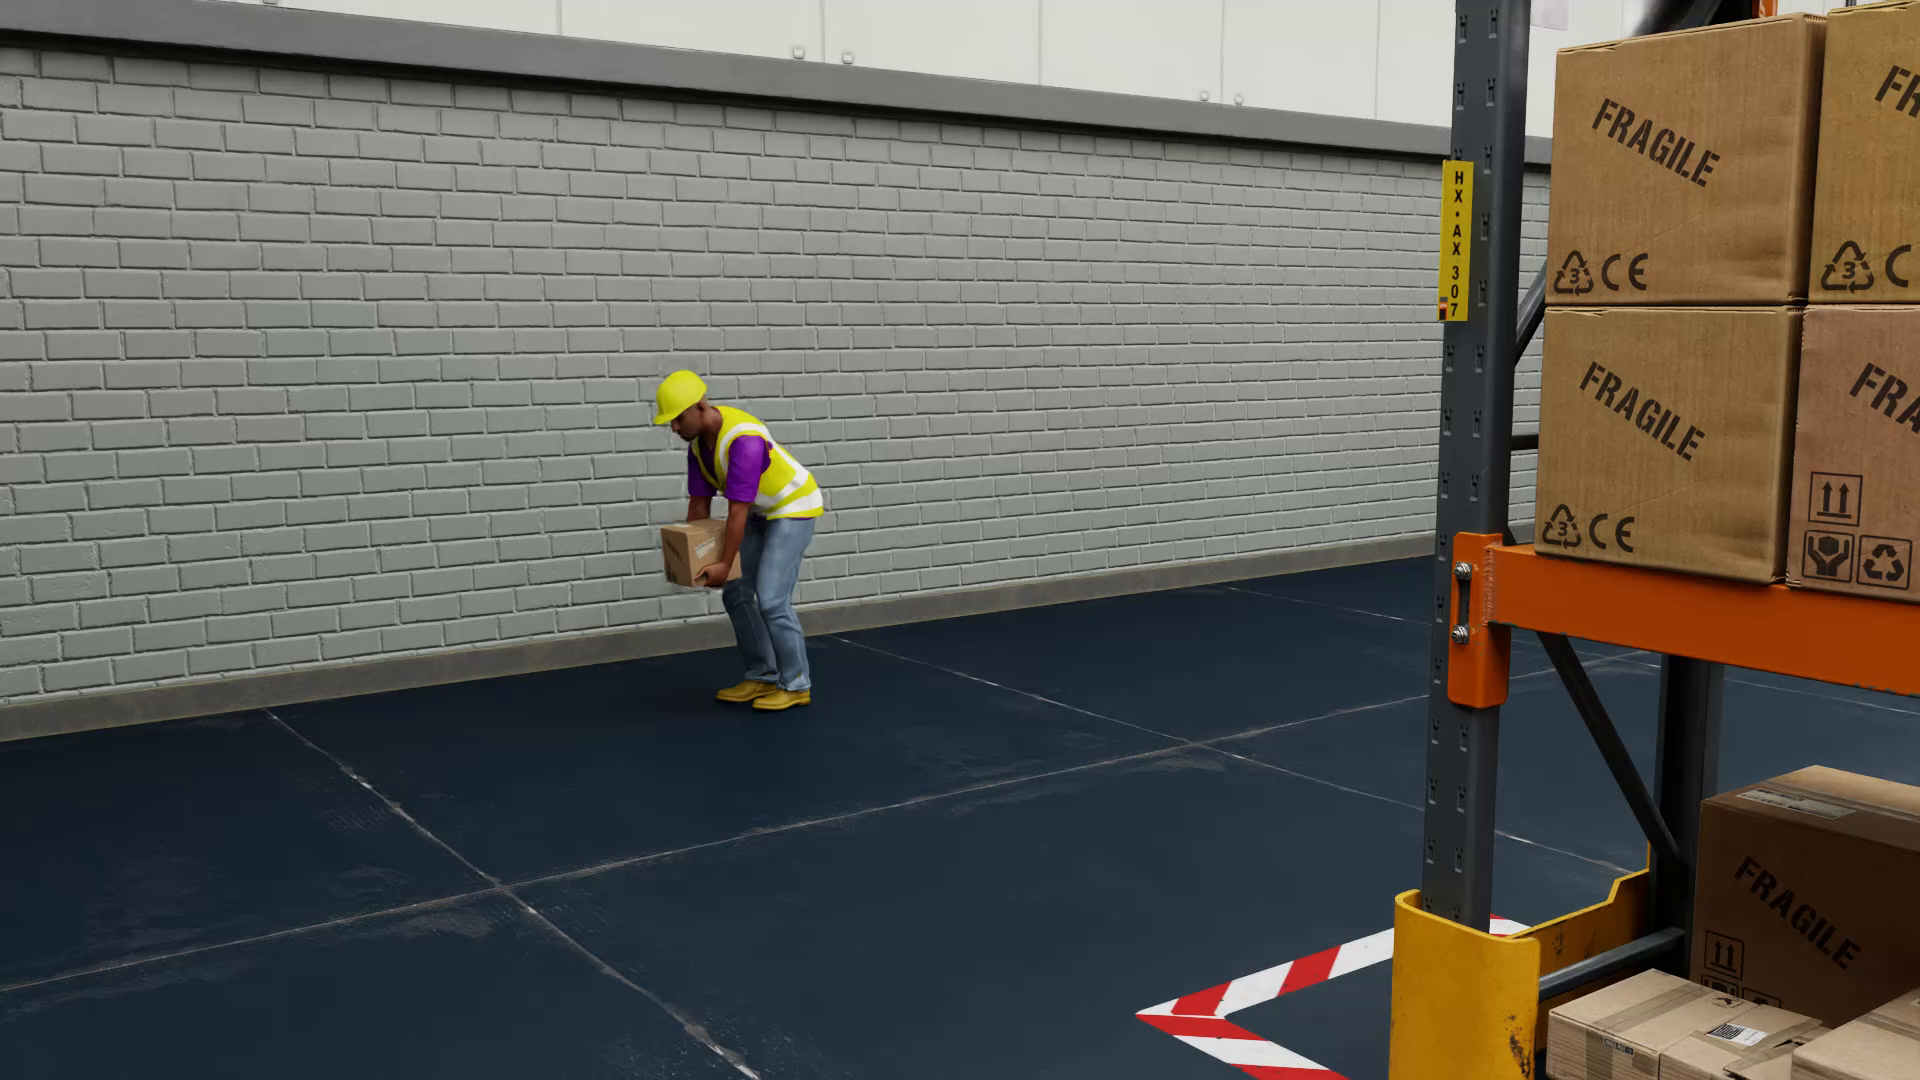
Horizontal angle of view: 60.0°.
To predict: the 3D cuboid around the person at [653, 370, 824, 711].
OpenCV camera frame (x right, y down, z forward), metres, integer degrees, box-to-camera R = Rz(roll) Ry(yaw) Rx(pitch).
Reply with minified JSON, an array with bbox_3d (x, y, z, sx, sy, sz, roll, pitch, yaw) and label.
[{"bbox_3d":[-1.002,0.003,7.513,0.802,1.542,0.488,-6,10,-37],"label":"person"}]
